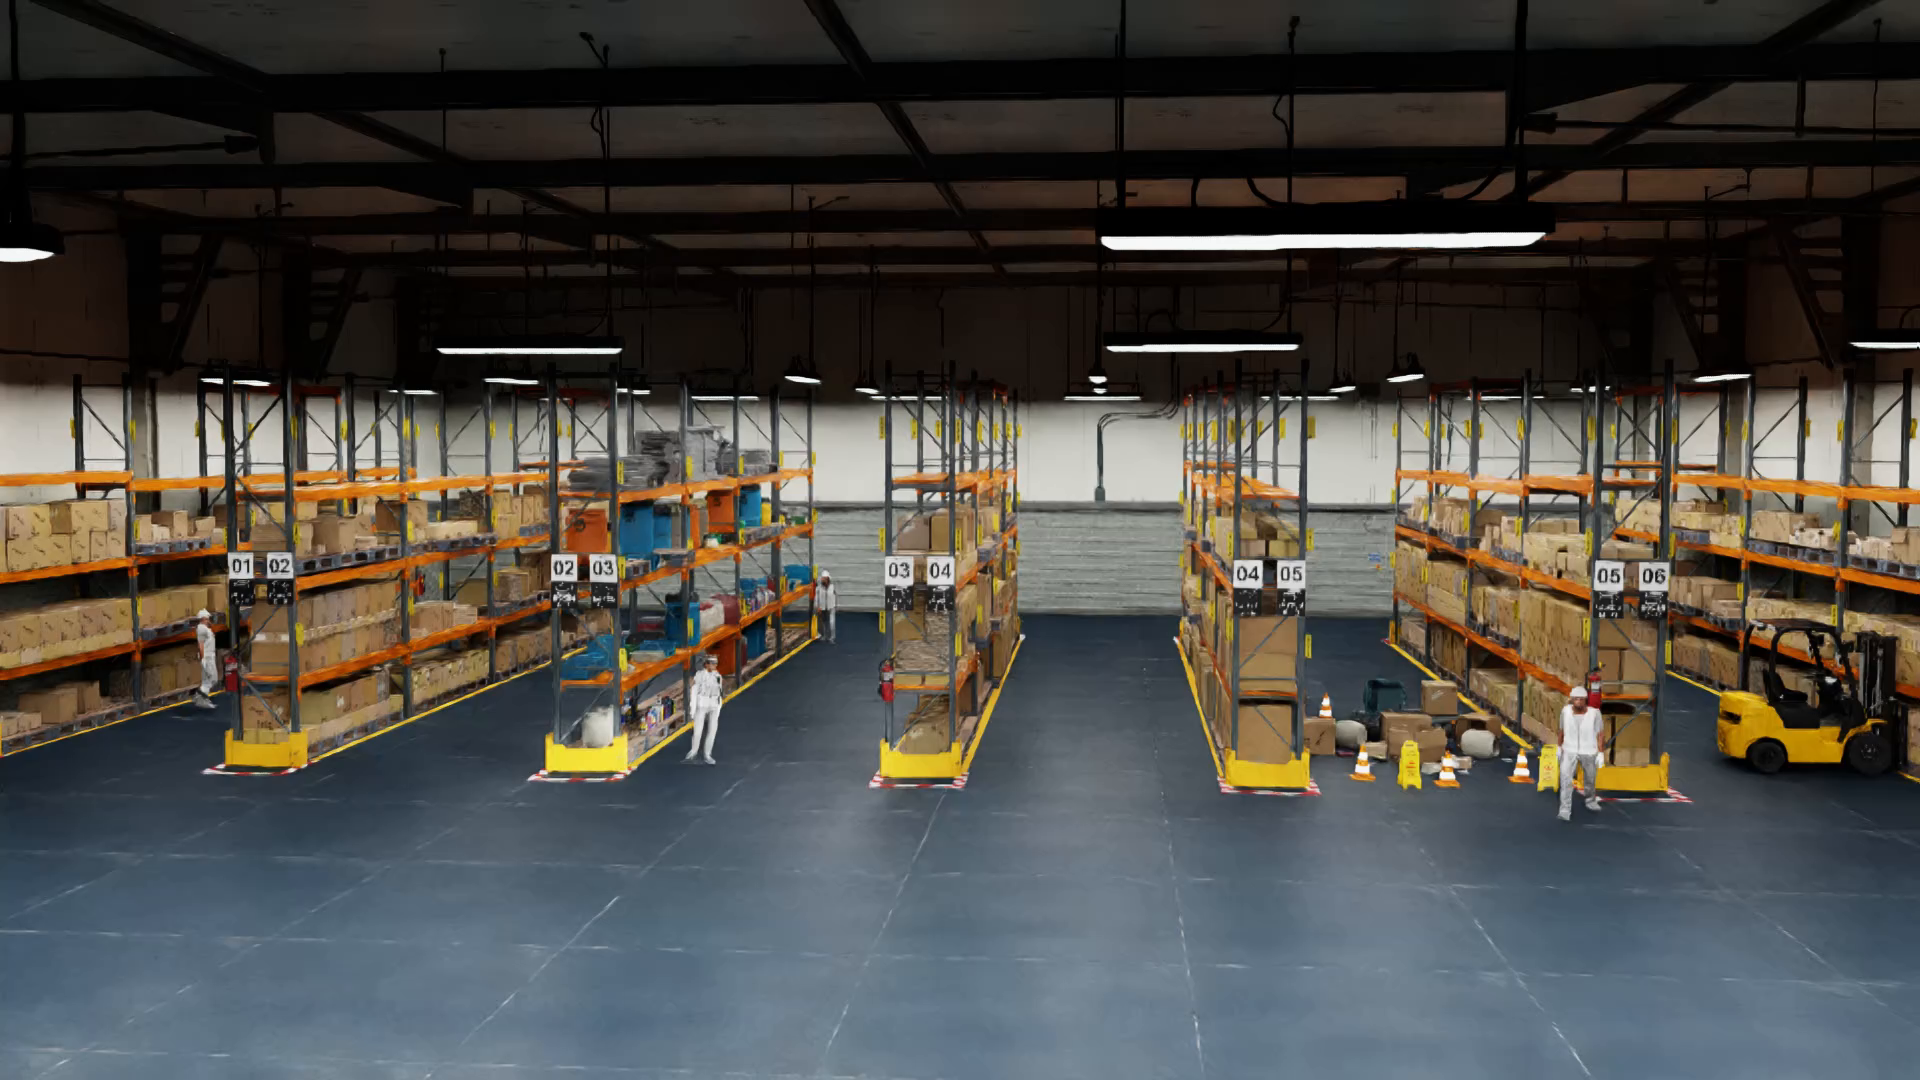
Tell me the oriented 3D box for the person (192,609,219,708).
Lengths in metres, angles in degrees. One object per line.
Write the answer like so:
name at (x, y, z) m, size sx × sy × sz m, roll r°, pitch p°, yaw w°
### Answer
person at (-13.581, 2.142, 29.898) m, size 0.444 × 1.786 × 0.598 m, roll -1°, pitch 4°, yaw -20°

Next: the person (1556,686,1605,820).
person at (8.022, 2.730, 21.510) m, size 0.602 × 1.731 × 0.984 m, roll 2°, pitch 4°, yaw 25°

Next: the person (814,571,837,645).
person at (-3.144, 1.575, 38.960) m, size 0.538 × 1.715 × 1.026 m, roll 0°, pitch 4°, yaw -3°

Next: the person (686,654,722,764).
person at (-3.860, 2.529, 25.128) m, size 0.531 × 1.652 × 0.532 m, roll -2°, pitch 4°, yaw -30°
